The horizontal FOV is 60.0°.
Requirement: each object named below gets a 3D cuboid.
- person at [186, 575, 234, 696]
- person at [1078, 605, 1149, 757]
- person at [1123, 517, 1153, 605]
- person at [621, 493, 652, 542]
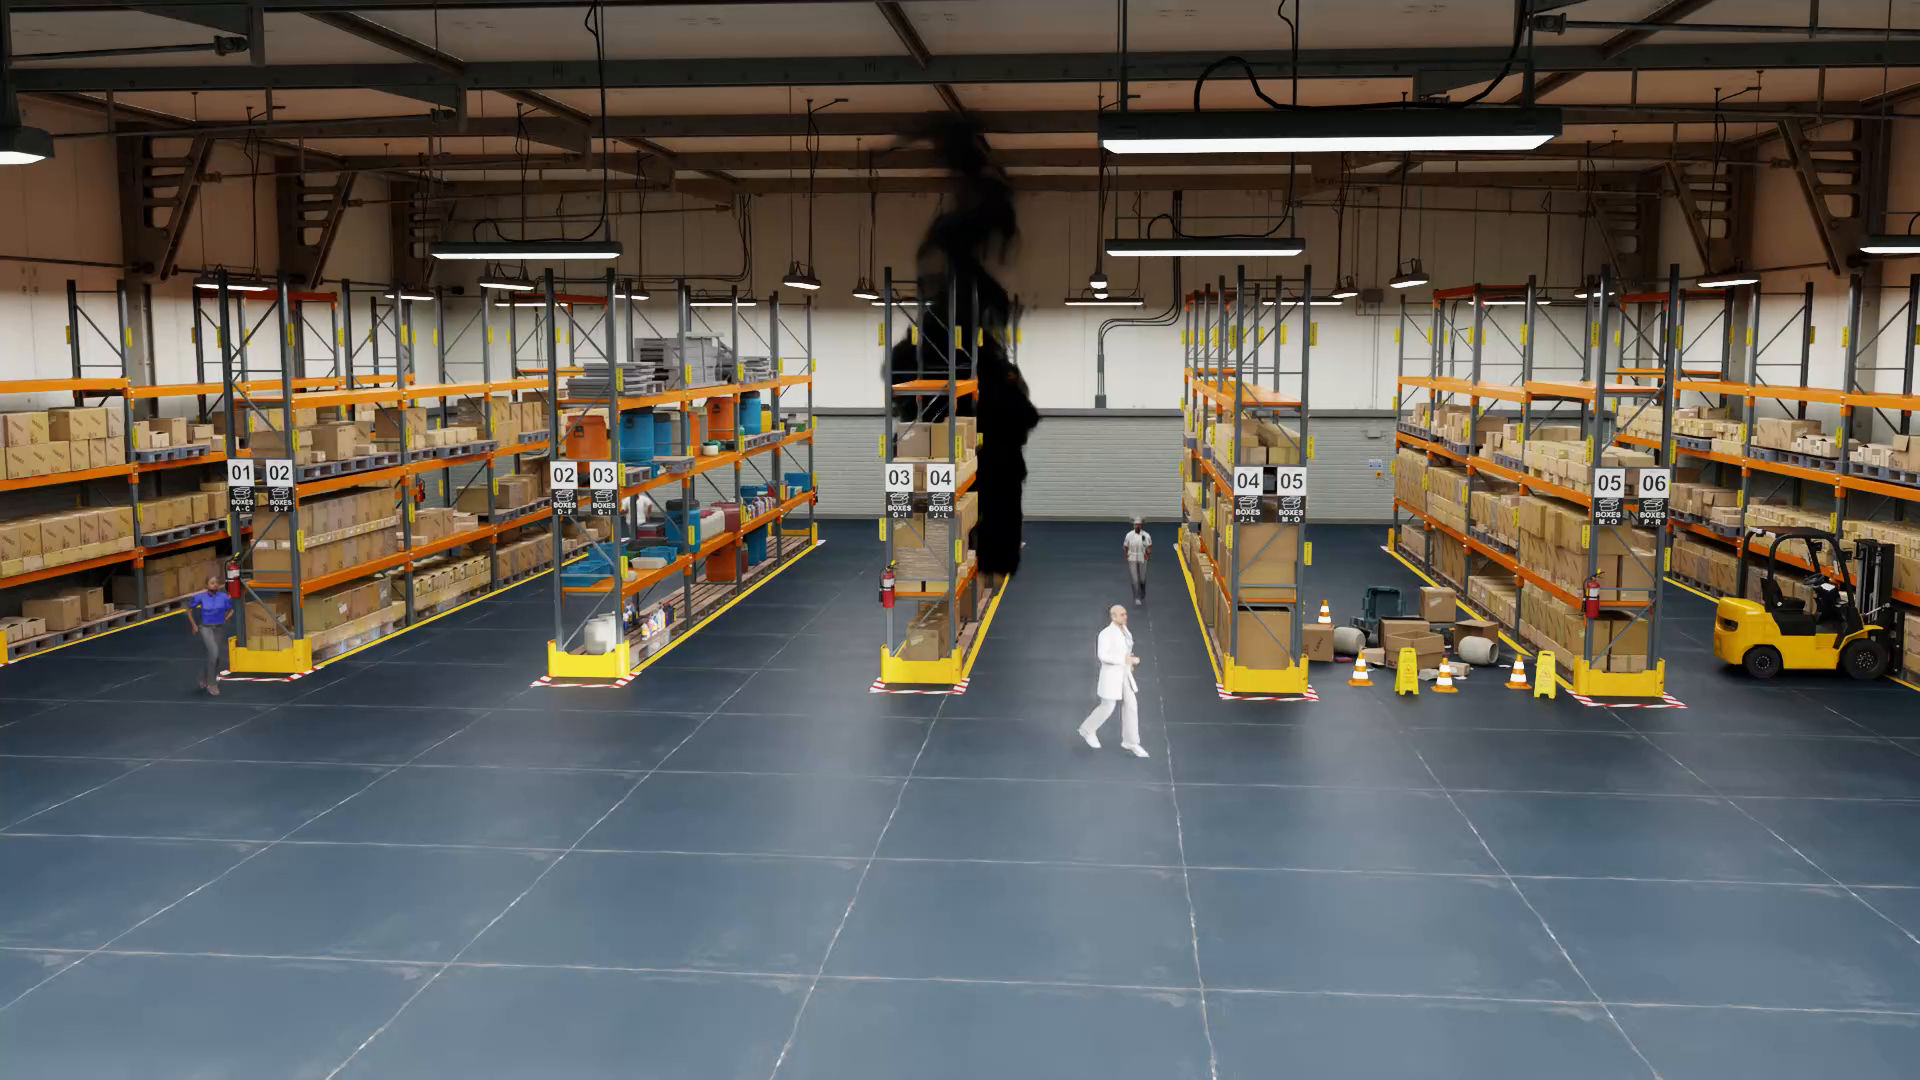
[{"bbox_3d":[-10.591,1.328,23.584,0.729,1.656,0.567,6,9,39],"label":"person"},{"bbox_3d":[1.879,1.685,20.085,0.879,1.829,0.737,6,9,39],"label":"person"},{"bbox_3d":[3.345,0.379,31.341,0.562,1.655,0.581,1,7,8],"label":"person"},{"bbox_3d":[-7.167,-0.346,36.706,0.688,1.806,0.862,-1,7,-5],"label":"person"}]
